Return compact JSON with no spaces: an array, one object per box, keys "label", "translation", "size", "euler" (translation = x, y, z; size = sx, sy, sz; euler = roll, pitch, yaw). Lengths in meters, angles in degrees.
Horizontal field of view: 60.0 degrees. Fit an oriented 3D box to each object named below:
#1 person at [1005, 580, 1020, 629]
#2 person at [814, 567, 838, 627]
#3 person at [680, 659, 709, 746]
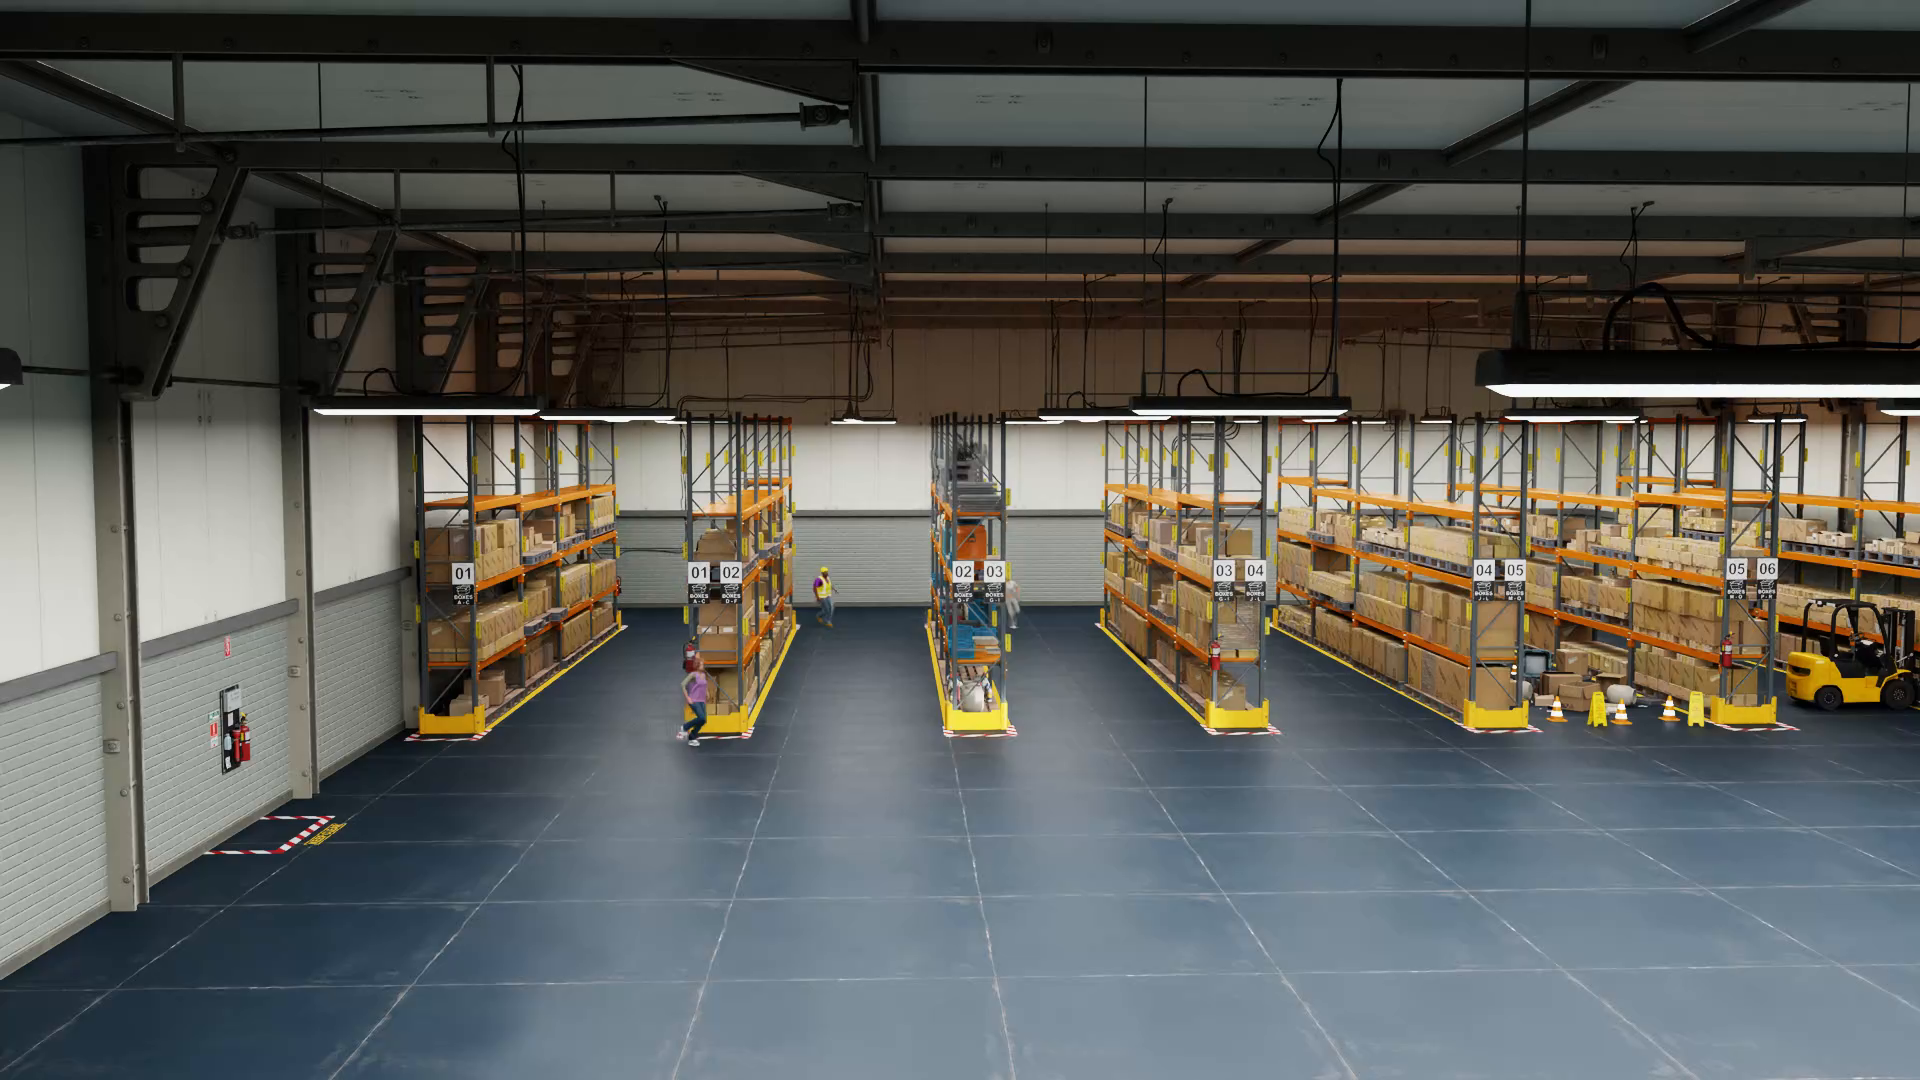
[{"label":"person","translation":[1.436,1.721,46.988],"size":[0.597,1.600,0.513],"euler":[-1,4,-13]},{"label":"person","translation":[-3.939,1.638,47.697],"size":[0.628,1.737,0.807],"euler":[3,5,37]},{"label":"person","translation":[-4.732,2.920,29.954],"size":[0.492,1.539,0.563],"euler":[2,4,24]}]
